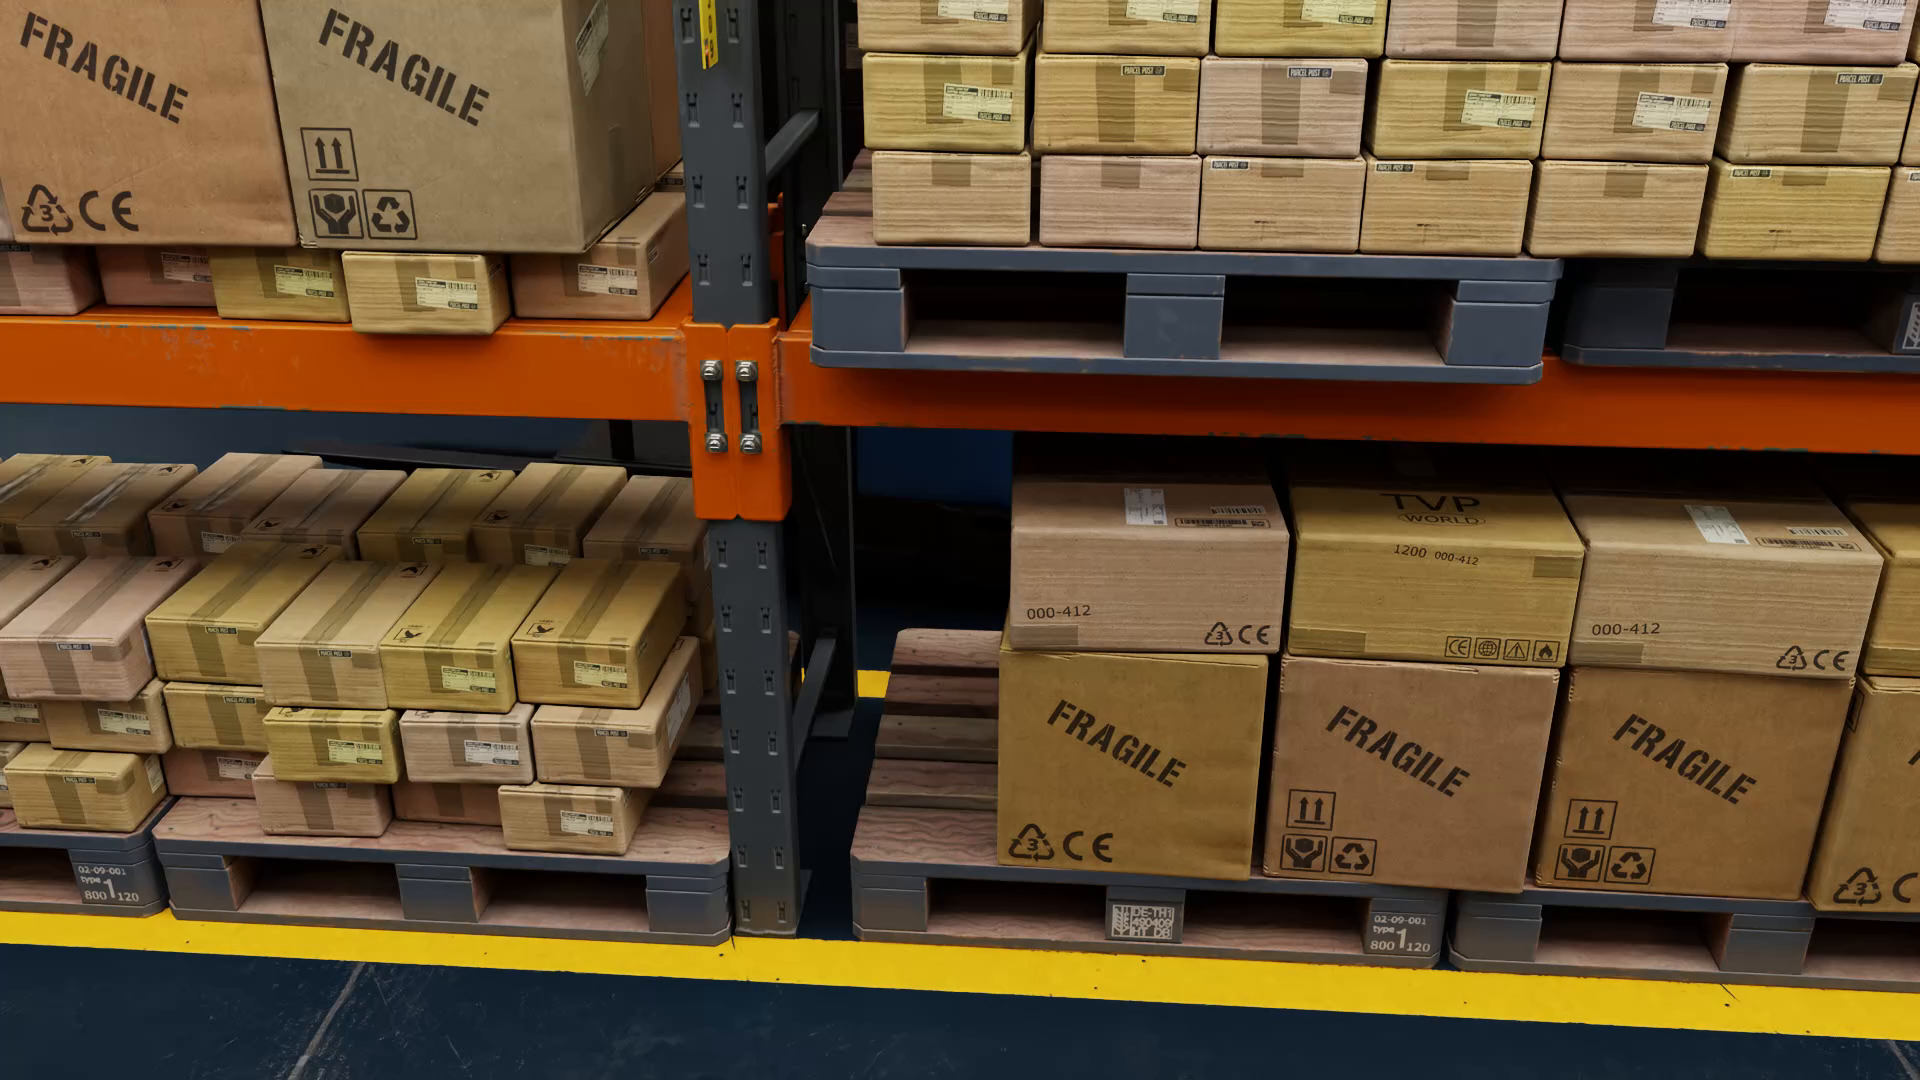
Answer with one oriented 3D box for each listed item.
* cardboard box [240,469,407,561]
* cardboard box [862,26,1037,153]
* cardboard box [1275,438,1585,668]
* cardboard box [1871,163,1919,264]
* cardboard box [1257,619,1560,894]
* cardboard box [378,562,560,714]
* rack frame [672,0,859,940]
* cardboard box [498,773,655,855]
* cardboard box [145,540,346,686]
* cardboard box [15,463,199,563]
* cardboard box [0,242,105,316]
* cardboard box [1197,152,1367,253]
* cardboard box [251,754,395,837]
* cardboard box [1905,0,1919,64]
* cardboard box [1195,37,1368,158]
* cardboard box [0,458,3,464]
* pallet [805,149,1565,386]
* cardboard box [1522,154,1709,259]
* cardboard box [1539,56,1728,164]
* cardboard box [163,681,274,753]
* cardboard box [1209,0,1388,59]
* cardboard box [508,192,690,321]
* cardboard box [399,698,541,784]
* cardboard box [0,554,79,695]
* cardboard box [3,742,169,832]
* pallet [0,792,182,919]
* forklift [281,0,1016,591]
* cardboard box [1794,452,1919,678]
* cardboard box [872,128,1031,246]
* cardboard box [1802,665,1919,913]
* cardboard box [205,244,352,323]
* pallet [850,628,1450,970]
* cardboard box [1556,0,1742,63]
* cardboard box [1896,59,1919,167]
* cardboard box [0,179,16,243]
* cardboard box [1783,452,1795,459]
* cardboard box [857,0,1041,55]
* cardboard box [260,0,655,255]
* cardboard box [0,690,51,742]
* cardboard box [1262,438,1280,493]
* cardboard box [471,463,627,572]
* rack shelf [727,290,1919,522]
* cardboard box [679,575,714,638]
[{"bbox_3d":[-1.481,-0.028,3.918,0.250,0.149,0.380,1,25,3],"label":"cardboard box"},{"bbox_3d":[-0.008,-0.752,2.738,0.250,0.149,0.380,2,25,5],"label":"cardboard box"},{"bbox_3d":[0.882,0.010,3.232,0.500,0.250,0.500,3,25,5],"label":"cardboard box"},{"bbox_3d":[1.545,-0.568,2.694,0.250,0.149,0.380,1,25,2],"label":"cardboard box"},{"bbox_3d":[0.878,0.351,3.387,0.500,0.500,0.500,3,25,6],"label":"cardboard box"},{"bbox_3d":[-0.998,0.195,3.434,0.250,0.149,0.380,2,25,5],"label":"cardboard box"},{"bbox_3d":[-0.366,-0.744,3.279,0.127,3.000,1.000,2,25,4],"label":"rack frame"},{"bbox_3d":[-0.783,0.489,3.506,0.250,0.149,0.380,2,25,5],"label":"cardboard box"},{"bbox_3d":[-1.500,0.149,3.533,0.250,0.149,0.380,3,25,6],"label":"cardboard box"},{"bbox_3d":[-2.007,-0.044,3.954,0.250,0.149,0.380,1,25,2],"label":"cardboard box"},{"bbox_3d":[-1.724,-0.553,3.163,0.250,0.149,0.380,1,25,2],"label":"cardboard box"},{"bbox_3d":[0.517,-0.601,2.765,0.250,0.149,0.380,2,25,4],"label":"cardboard box"},{"bbox_3d":[-1.304,0.465,3.560,0.250,0.149,0.380,1,25,2],"label":"cardboard box"},{"bbox_3d":[1.550,-0.839,2.571,0.250,0.149,0.380,3,25,6],"label":"cardboard box"},{"bbox_3d":[0.507,-0.736,2.704,0.250,0.149,0.380,2,25,5],"label":"cardboard box"},{"bbox_3d":[-2.513,-0.065,3.999,0.250,0.149,0.380,1,25,2],"label":"cardboard box"},{"bbox_3d":[0.385,-0.572,3.134,1.213,0.211,1.003,2,25,4],"label":"pallet"},{"bbox_3d":[1.021,-0.584,2.729,0.250,0.149,0.380,1,25,2],"label":"cardboard box"},{"bbox_3d":[1.036,-0.720,2.670,0.250,0.149,0.380,3,25,6],"label":"cardboard box"},{"bbox_3d":[-1.486,0.294,3.576,0.250,0.149,0.380,2,25,4],"label":"cardboard box"},{"bbox_3d":[0.525,-0.871,2.641,0.250,0.149,0.380,2,25,4],"label":"cardboard box"},{"bbox_3d":[-0.669,-0.542,3.140,0.250,0.149,0.380,2,25,3],"label":"cardboard box"},{"bbox_3d":[-0.975,0.344,3.467,0.250,0.149,0.380,1,25,1],"label":"cardboard box"},{"bbox_3d":[-2.047,0.176,3.476,0.250,0.149,0.380,1,25,2],"label":"cardboard box"},{"bbox_3d":[-1.815,0.456,3.578,0.250,0.149,0.380,2,25,4],"label":"cardboard box"},{"bbox_3d":[-2.258,0.478,3.959,1.213,0.211,1.003,2,25,4],"label":"pallet"},{"bbox_3d":[-0.635,-1.426,4.843,3.031,2.935,1.130,5,25,11],"label":"forklift"},{"bbox_3d":[1.910,0.041,3.164,0.500,0.250,0.500,2,25,5],"label":"cardboard box"},{"bbox_3d":[-0.008,-0.617,2.800,0.250,0.149,0.380,1,25,1],"label":"cardboard box"},{"bbox_3d":[1.900,0.388,3.306,0.500,0.500,0.500,1,25,2],"label":"cardboard box"},{"bbox_3d":[-1.196,-0.538,3.131,0.250,0.149,0.380,3,25,6],"label":"cardboard box"},{"bbox_3d":[0.410,0.547,3.809,1.213,0.211,1.003,2,25,4],"label":"pallet"},{"bbox_3d":[1.029,-0.854,2.605,0.250,0.149,0.380,2,25,4],"label":"cardboard box"},{"bbox_3d":[1.551,-0.703,2.631,0.250,0.149,0.380,1,25,3],"label":"cardboard box"},{"bbox_3d":[-1.883,-0.856,3.047,0.500,0.500,0.500,2,25,4],"label":"cardboard box"},{"bbox_3d":[1.955,-0.173,3.627,0.500,0.250,0.500,2,25,4],"label":"cardboard box"},{"bbox_3d":[-0.008,-0.887,2.676,0.250,0.149,0.380,3,25,7],"label":"cardboard box"},{"bbox_3d":[-0.870,-0.823,2.974,0.500,0.500,0.500,2,25,4],"label":"cardboard box"},{"bbox_3d":[-2.007,0.277,3.613,0.250,0.149,0.380,1,25,1],"label":"cardboard box"},{"bbox_3d":[0.907,-0.200,3.687,0.500,0.250,0.500,3,25,6],"label":"cardboard box"},{"bbox_3d":[-0.964,-0.041,3.947,0.250,0.149,0.380,3,25,7],"label":"cardboard box"},{"bbox_3d":[1.628,-0.354,3.290,4.000,0.370,1.077,2,25,4],"label":"rack shelf"},{"bbox_3d":[-0.703,0.080,4.040,0.250,0.149,0.380,3,25,6],"label":"cardboard box"}]
